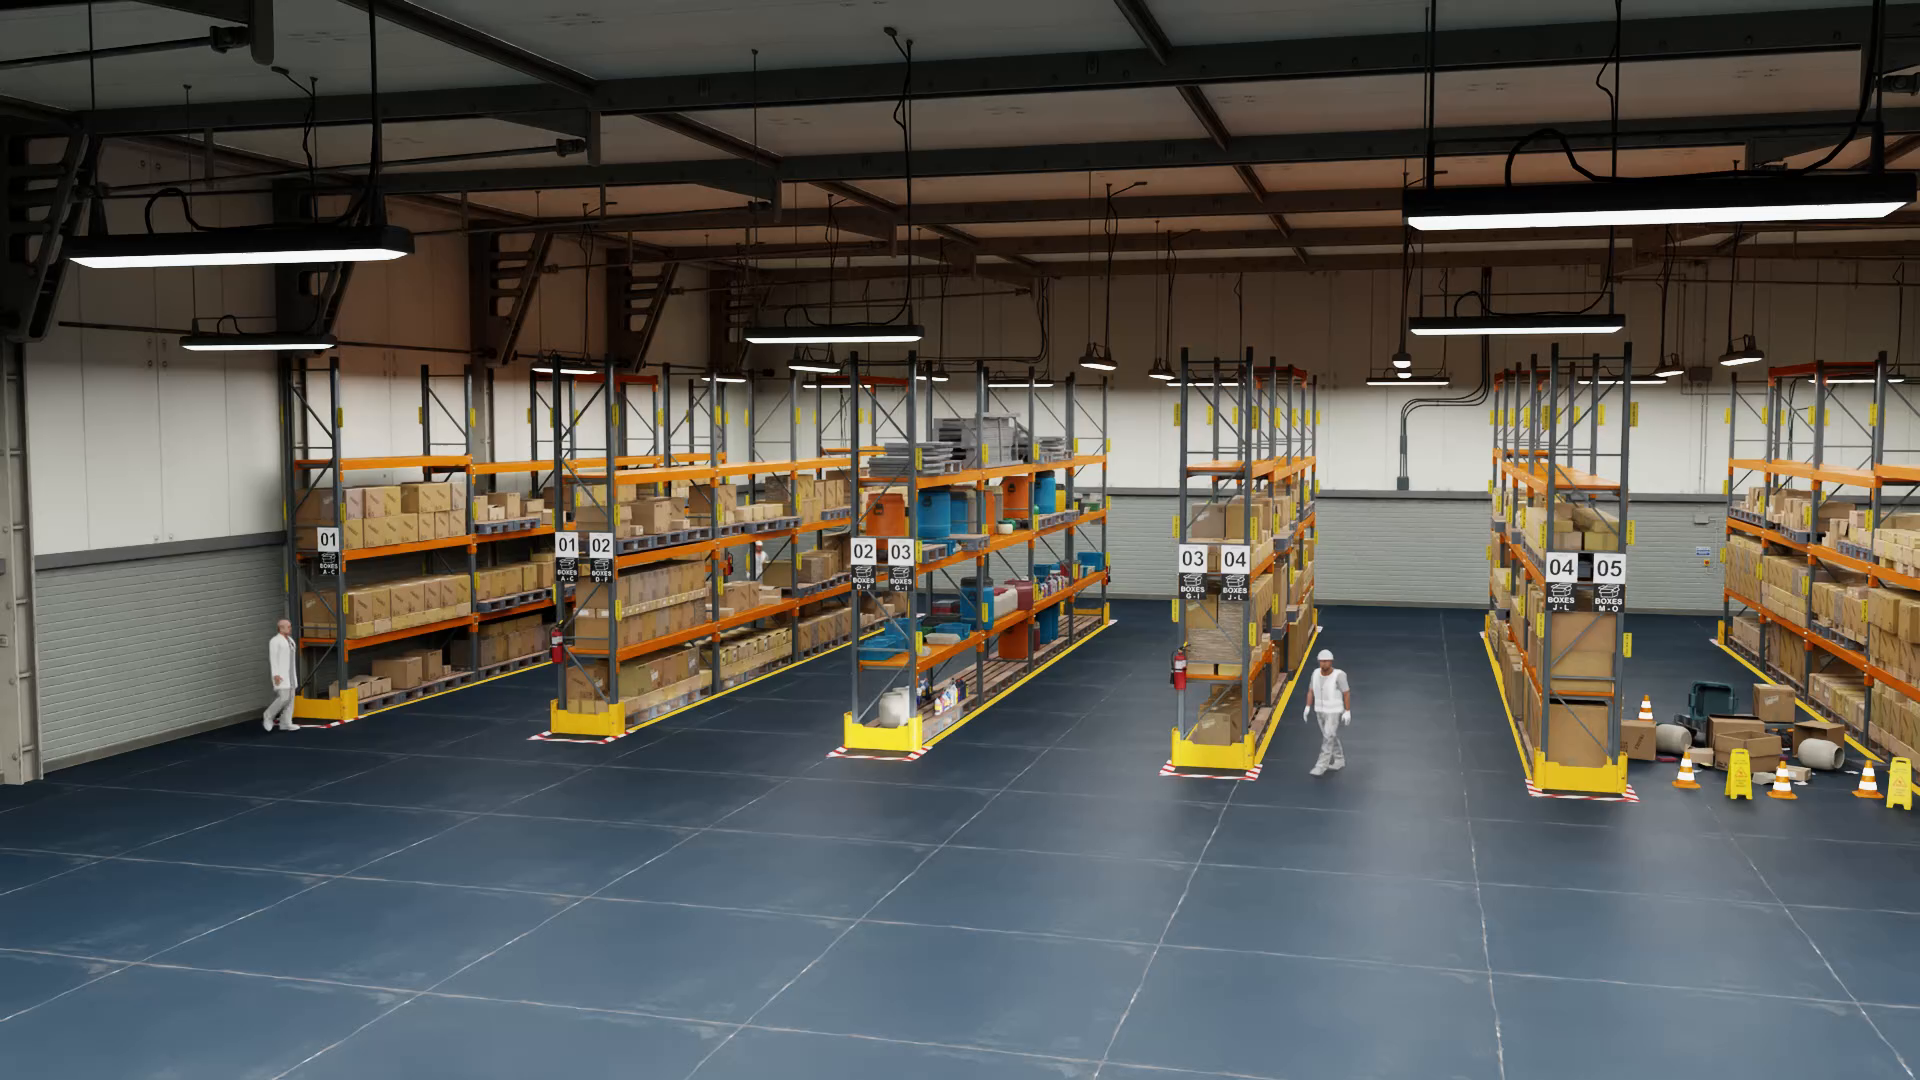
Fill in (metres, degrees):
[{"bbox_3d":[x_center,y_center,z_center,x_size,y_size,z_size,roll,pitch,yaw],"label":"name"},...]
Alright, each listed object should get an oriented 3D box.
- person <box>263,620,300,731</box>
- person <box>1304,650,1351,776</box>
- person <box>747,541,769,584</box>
[{"bbox_3d":[-10.806,2.152,26.458,0.569,1.777,0.608,1,4,13],"label":"person"},{"bbox_3d":[5.096,2.398,23.260,1.034,1.728,0.577,-3,5,-39],"label":"person"},{"bbox_3d":[-5.307,0.885,43.891,0.563,1.718,1.106,-2,5,-26],"label":"person"}]
